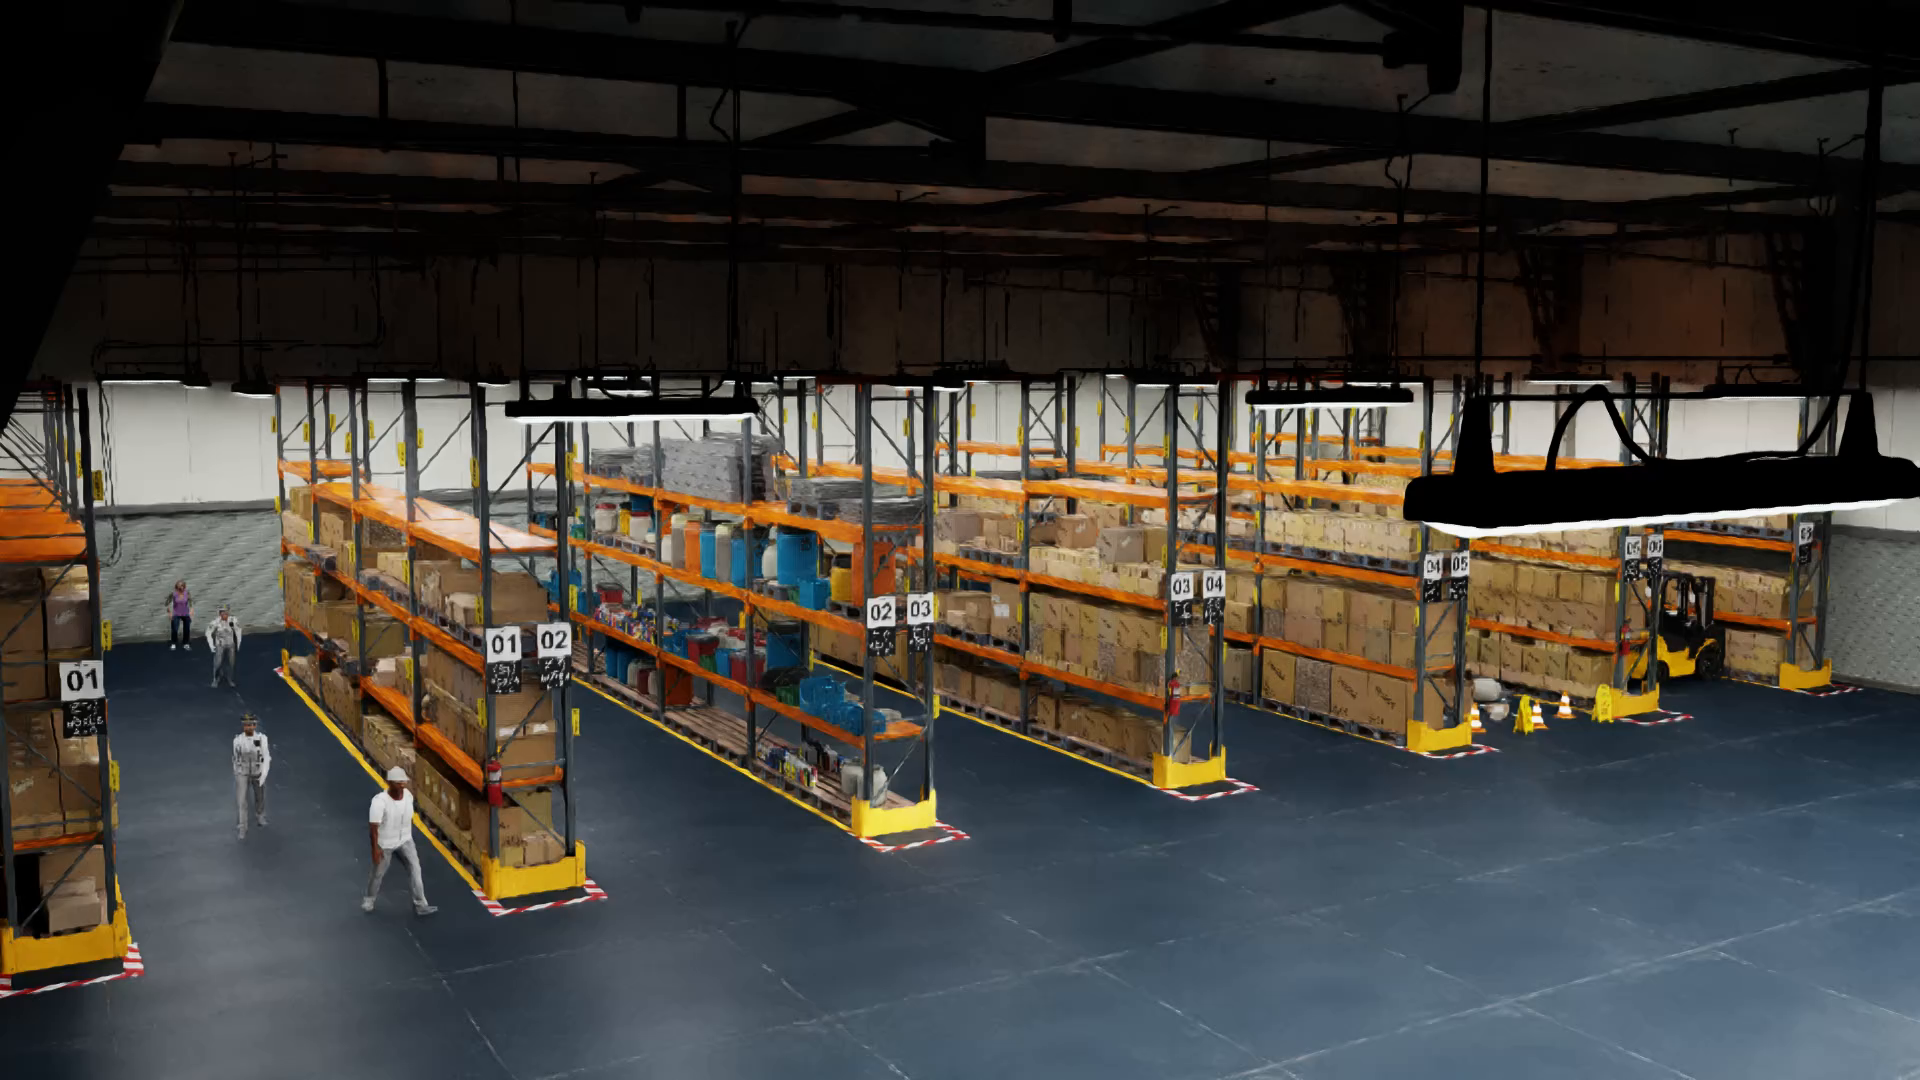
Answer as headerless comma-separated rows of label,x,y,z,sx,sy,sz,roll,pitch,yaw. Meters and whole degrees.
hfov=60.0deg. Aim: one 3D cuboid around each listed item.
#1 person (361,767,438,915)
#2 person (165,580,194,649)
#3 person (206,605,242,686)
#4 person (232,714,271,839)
person,-6.430,3.424,18.918,0.962,1.722,0.617,5,8,38
person,-16.952,1.619,36.155,0.566,1.541,0.519,-4,7,-32
person,-14.173,2.025,32.045,0.639,1.632,0.511,-4,7,-32
person,-9.412,3.095,22.107,0.482,1.616,0.989,-2,7,-21
